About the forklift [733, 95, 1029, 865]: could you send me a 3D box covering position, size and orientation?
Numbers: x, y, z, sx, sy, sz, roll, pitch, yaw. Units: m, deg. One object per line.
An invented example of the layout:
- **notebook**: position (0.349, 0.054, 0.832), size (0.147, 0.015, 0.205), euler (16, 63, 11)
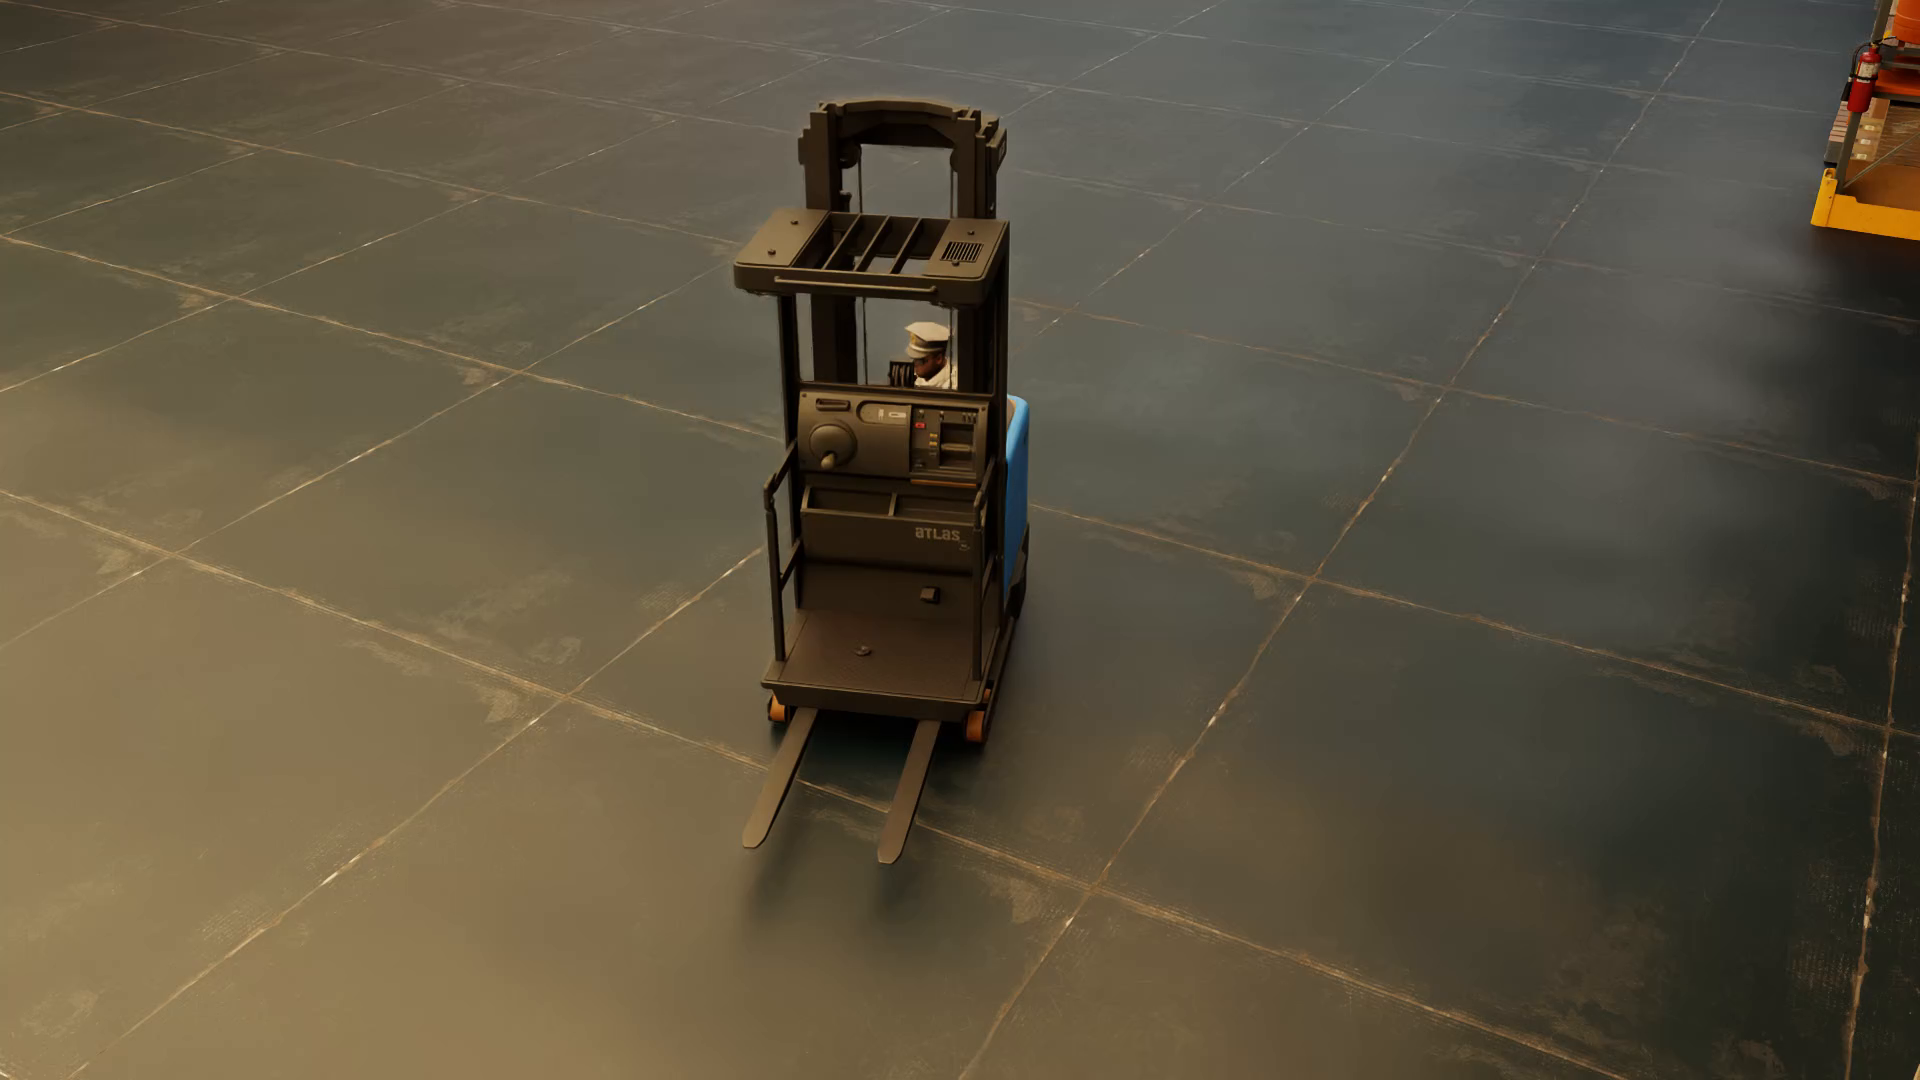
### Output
- **forklift**: position (-0.360, -0.458, 7.864), size (1.130, 2.935, 3.031), euler (5, 30, 8)

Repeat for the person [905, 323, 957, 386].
- **person**: position (-0.204, -0.337, 8.941), size (0.544, 1.699, 0.774), euler (-19, 35, -29)
